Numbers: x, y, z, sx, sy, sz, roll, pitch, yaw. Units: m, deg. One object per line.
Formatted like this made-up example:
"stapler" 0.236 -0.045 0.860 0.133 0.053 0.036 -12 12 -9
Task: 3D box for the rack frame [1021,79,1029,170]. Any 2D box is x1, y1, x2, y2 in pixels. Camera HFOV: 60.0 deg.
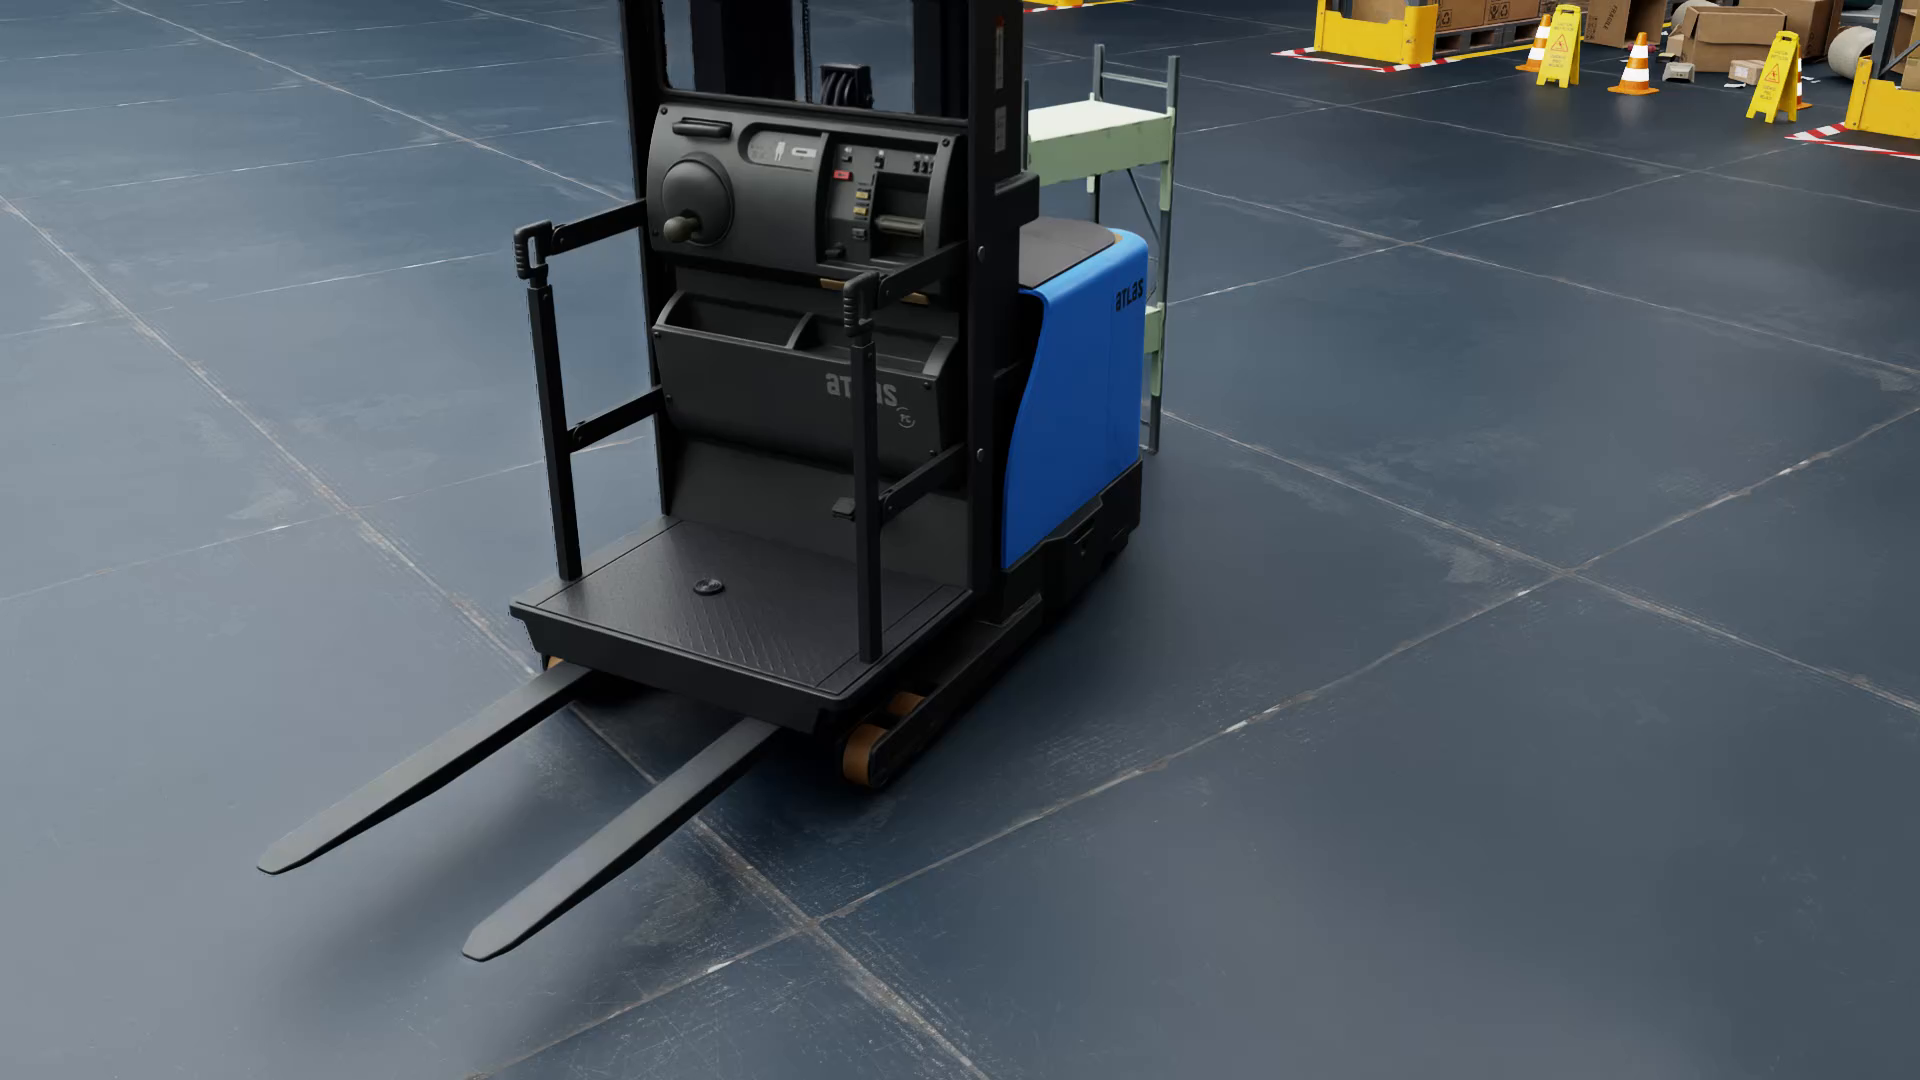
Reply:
"rack frame" 0.086 -0.878 5.861 0.023 1.500 0.400 -20 32 -37

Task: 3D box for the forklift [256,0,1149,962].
"forklift" -0.533 -0.898 4.203 1.130 2.935 3.031 13 28 26

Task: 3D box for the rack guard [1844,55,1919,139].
"rack guard" 7.036 -3.141 11.925 0.348 0.500 1.175 -18 31 -34

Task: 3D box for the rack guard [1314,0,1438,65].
"rack guard" 3.824 -4.729 15.346 0.348 0.500 1.175 -18 31 -34

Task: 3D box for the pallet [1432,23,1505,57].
"pallet" 4.424 -4.838 15.923 1.213 0.211 1.003 -18 31 -34

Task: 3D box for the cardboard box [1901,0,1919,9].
"cardboard box" 9.002 -5.086 15.216 0.500 0.500 0.500 -18 31 -34

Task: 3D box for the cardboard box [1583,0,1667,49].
"cardboard box" 6.402 -5.032 15.996 0.500 0.500 0.500 -13 28 -25

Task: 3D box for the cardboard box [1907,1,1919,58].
"cardboard box" 7.446 -3.833 12.323 0.500 0.500 0.500 -18 30 -34

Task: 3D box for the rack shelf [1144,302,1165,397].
"rack shelf" 0.360 -0.685 6.218 0.720 0.370 0.431 -20 32 -37

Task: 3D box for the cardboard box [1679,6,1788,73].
"cardboard box" 6.797 -4.418 14.672 0.797 0.503 0.637 5 25 11

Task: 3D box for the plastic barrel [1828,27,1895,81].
"plastic barrel" 7.668 -4.125 14.135 0.421 0.421 0.512 1 25 2

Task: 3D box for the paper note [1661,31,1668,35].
"paper note" 7.020 -5.087 16.674 0.147 0.020 0.142 5 25 11

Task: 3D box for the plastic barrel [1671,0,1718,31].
"plastic barrel" 7.044 -4.937 15.884 0.421 0.421 0.512 1 25 2

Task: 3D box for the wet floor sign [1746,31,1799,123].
"wet floor sign" 6.167 -3.493 12.509 0.232 0.644 0.267 -8 26 -16

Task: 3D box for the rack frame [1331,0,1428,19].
"rack frame" 3.843 -5.869 14.833 0.127 3.000 1.000 -18 31 -34

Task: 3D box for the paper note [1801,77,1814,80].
"paper note" 7.253 -3.979 14.302 0.142 0.019 0.148 -8 26 -16

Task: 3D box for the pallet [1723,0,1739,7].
"pallet" 8.512 -6.187 18.831 1.213 0.211 1.003 -18 31 -34

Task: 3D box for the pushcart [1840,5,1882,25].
"pushcart" 8.678 -4.847 15.746 1.648 0.377 0.936 15 29 29

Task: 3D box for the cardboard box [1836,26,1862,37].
"cardboard box" 8.159 -4.554 15.247 0.258 0.266 0.396 5 25 11

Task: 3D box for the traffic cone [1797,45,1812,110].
"traffic cone" 6.519 -3.644 13.052 0.334 0.463 0.336 -18 31 -34

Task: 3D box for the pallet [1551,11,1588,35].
"pallet" 6.344 -5.472 17.289 1.213 0.211 1.003 -18 31 -34

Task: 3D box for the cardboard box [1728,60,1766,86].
"cardboard box" 6.761 -3.972 14.131 0.250 0.149 0.380 -3 25 -7

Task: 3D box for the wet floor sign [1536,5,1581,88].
"wet floor sign" 5.042 -4.138 13.899 0.267 0.644 0.232 21 32 37

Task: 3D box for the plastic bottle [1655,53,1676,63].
"plastic bottle" 6.435 -4.396 15.149 0.133 0.061 0.283 15 29 29

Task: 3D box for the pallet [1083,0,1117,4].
"pallet" 1.583 -6.493 19.489 1.213 0.211 1.003 -18 31 -34

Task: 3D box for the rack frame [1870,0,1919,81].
"rack frame" 6.977 -4.255 11.356 0.127 3.000 1.000 -18 31 -34

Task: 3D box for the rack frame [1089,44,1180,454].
"rack frame" 0.634 -1.083 6.301 0.023 1.500 0.400 -20 32 -37

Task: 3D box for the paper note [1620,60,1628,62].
"paper note" 6.091 -4.356 15.101 0.142 0.017 0.144 -8 26 -16

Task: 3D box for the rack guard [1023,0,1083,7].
"rack guard" 0.921 -6.424 18.999 0.348 0.500 1.175 -18 31 -34

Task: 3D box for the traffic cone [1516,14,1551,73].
"traffic cone" 5.137 -4.386 14.651 0.334 0.463 0.336 -18 31 -34

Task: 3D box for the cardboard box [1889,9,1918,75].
"cardboard box" 8.442 -4.334 14.492 0.500 0.500 0.500 1 25 2

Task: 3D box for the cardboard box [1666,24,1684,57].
"cardboard box" 6.774 -4.611 15.371 0.258 0.266 0.396 -13 28 -25

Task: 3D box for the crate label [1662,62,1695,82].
"crate label" 6.147 -4.000 14.207 0.250 0.136 0.298 10 27 20

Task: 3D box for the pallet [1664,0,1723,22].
"pallet" 7.551 -5.869 18.144 1.213 0.211 1.003 -18 31 -34

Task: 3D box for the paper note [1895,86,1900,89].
"paper note" 7.780 -3.781 13.860 0.142 0.019 0.148 15 29 29

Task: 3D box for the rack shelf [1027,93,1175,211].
"rack shelf" 0.360 -1.335 5.917 0.720 0.370 0.431 -20 32 -37

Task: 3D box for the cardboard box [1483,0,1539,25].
"cardboard box" 5.027 -5.523 16.112 0.875 0.875 0.875 -19 31 -35

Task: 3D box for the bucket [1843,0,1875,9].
"bucket" 8.306 -5.314 15.719 0.620 0.611 0.726 2 23 -21

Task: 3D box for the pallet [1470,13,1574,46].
"pallet" 5.383 -5.153 16.602 1.213 0.211 1.003 -18 31 -34

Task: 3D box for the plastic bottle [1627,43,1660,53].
"plastic bottle" 6.452 -4.636 15.667 0.283 0.061 0.133 15 29 29

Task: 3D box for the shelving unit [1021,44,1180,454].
"shelving unit" 0.360 -0.981 6.081 0.755 1.500 0.431 -20 32 -37

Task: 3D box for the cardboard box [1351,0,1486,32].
"cardboard box" 4.336 -5.294 15.618 0.875 0.875 0.875 -18 30 -34

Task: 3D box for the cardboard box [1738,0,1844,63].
"cardboard box" 7.527 -4.725 15.173 0.503 0.637 0.797 -18 31 -34

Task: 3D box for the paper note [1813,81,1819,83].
"paper note" 7.278 -3.898 14.136 0.123 0.001 0.032 -18 31 -34

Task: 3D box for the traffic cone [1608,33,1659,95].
"traffic cone" 5.567 -3.923 13.654 0.334 0.463 0.336 -18 31 -34

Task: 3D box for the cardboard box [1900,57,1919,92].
"cardboard box" 7.466 -3.504 12.504 0.500 0.250 0.500 -18 31 -34

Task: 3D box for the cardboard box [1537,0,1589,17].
"cardboard box" 5.745 -5.759 16.621 0.875 0.875 0.875 -18 30 -34

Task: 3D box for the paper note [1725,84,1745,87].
"paper note" 6.492 -3.814 13.931 0.148 0.019 0.142 15 29 29
